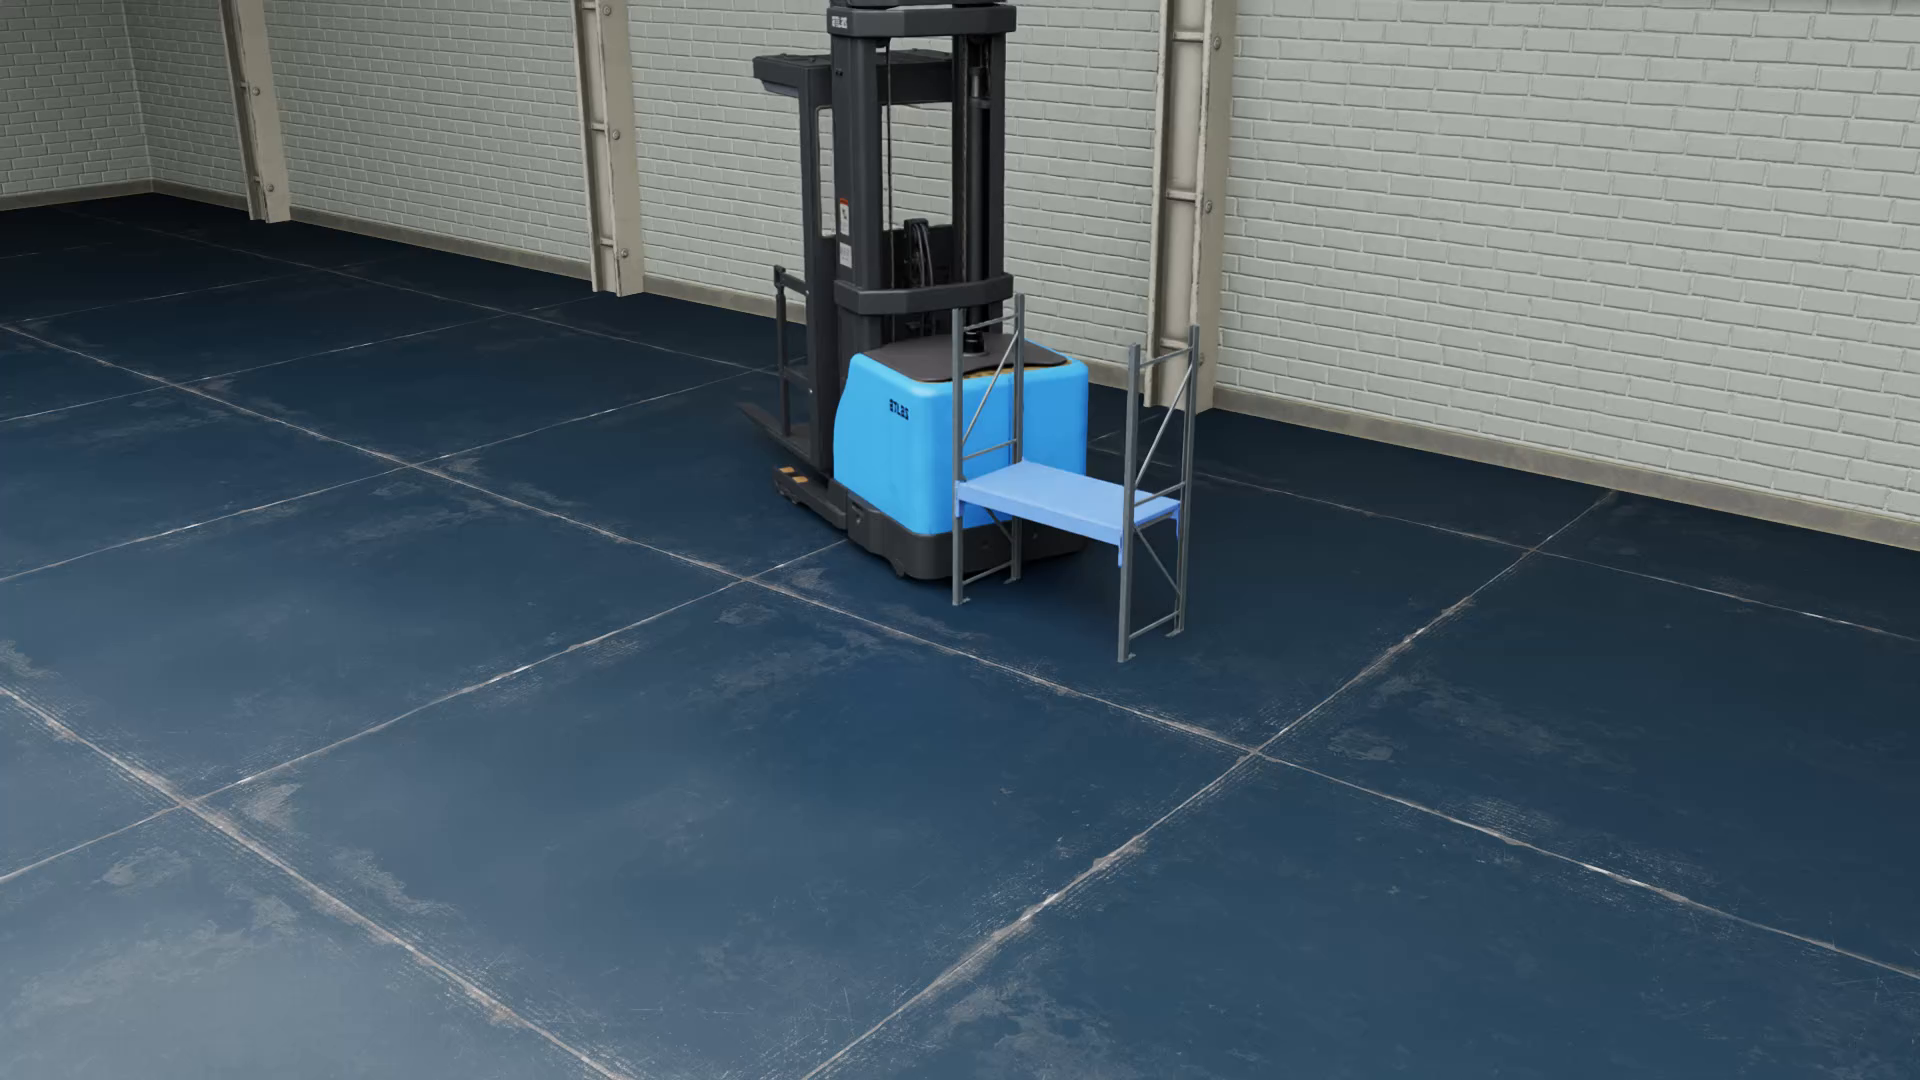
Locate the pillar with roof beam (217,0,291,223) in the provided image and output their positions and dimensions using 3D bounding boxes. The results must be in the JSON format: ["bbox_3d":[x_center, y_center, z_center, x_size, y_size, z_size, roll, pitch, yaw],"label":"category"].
[{"bbox_3d":[-10.485,-6.649,14.048,0.400,9.000,9.100,16,26,36],"label":"pillar with roof beam"}]

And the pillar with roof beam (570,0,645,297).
[{"bbox_3d":[-5.837,-5.311,10.498,0.400,9.000,9.100,16,26,36],"label":"pillar with roof beam"}]

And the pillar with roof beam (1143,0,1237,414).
[{"bbox_3d":[-1.188,-3.972,6.948,0.400,9.000,9.100,16,26,36],"label":"pillar with roof beam"}]

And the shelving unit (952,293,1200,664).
[{"bbox_3d":[0.521,-0.319,7.889,1.048,1.500,0.538,17,27,38],"label":"shelving unit"}]

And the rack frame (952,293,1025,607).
[{"bbox_3d":[0.140,-0.438,8.203,0.032,1.500,0.500,17,27,38],"label":"rack frame"}]

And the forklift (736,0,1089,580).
[{"bbox_3d":[-0.461,-1.647,9.381,1.130,2.935,3.031,-11,23,-26],"label":"forklift"}]

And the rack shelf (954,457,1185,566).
[{"bbox_3d":[0.521,-0.151,7.953,1.000,0.185,0.538,17,27,38],"label":"rack shelf"}]

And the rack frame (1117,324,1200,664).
[{"bbox_3d":[0.903,-0.201,7.575,0.032,1.500,0.500,17,27,38],"label":"rack frame"}]
